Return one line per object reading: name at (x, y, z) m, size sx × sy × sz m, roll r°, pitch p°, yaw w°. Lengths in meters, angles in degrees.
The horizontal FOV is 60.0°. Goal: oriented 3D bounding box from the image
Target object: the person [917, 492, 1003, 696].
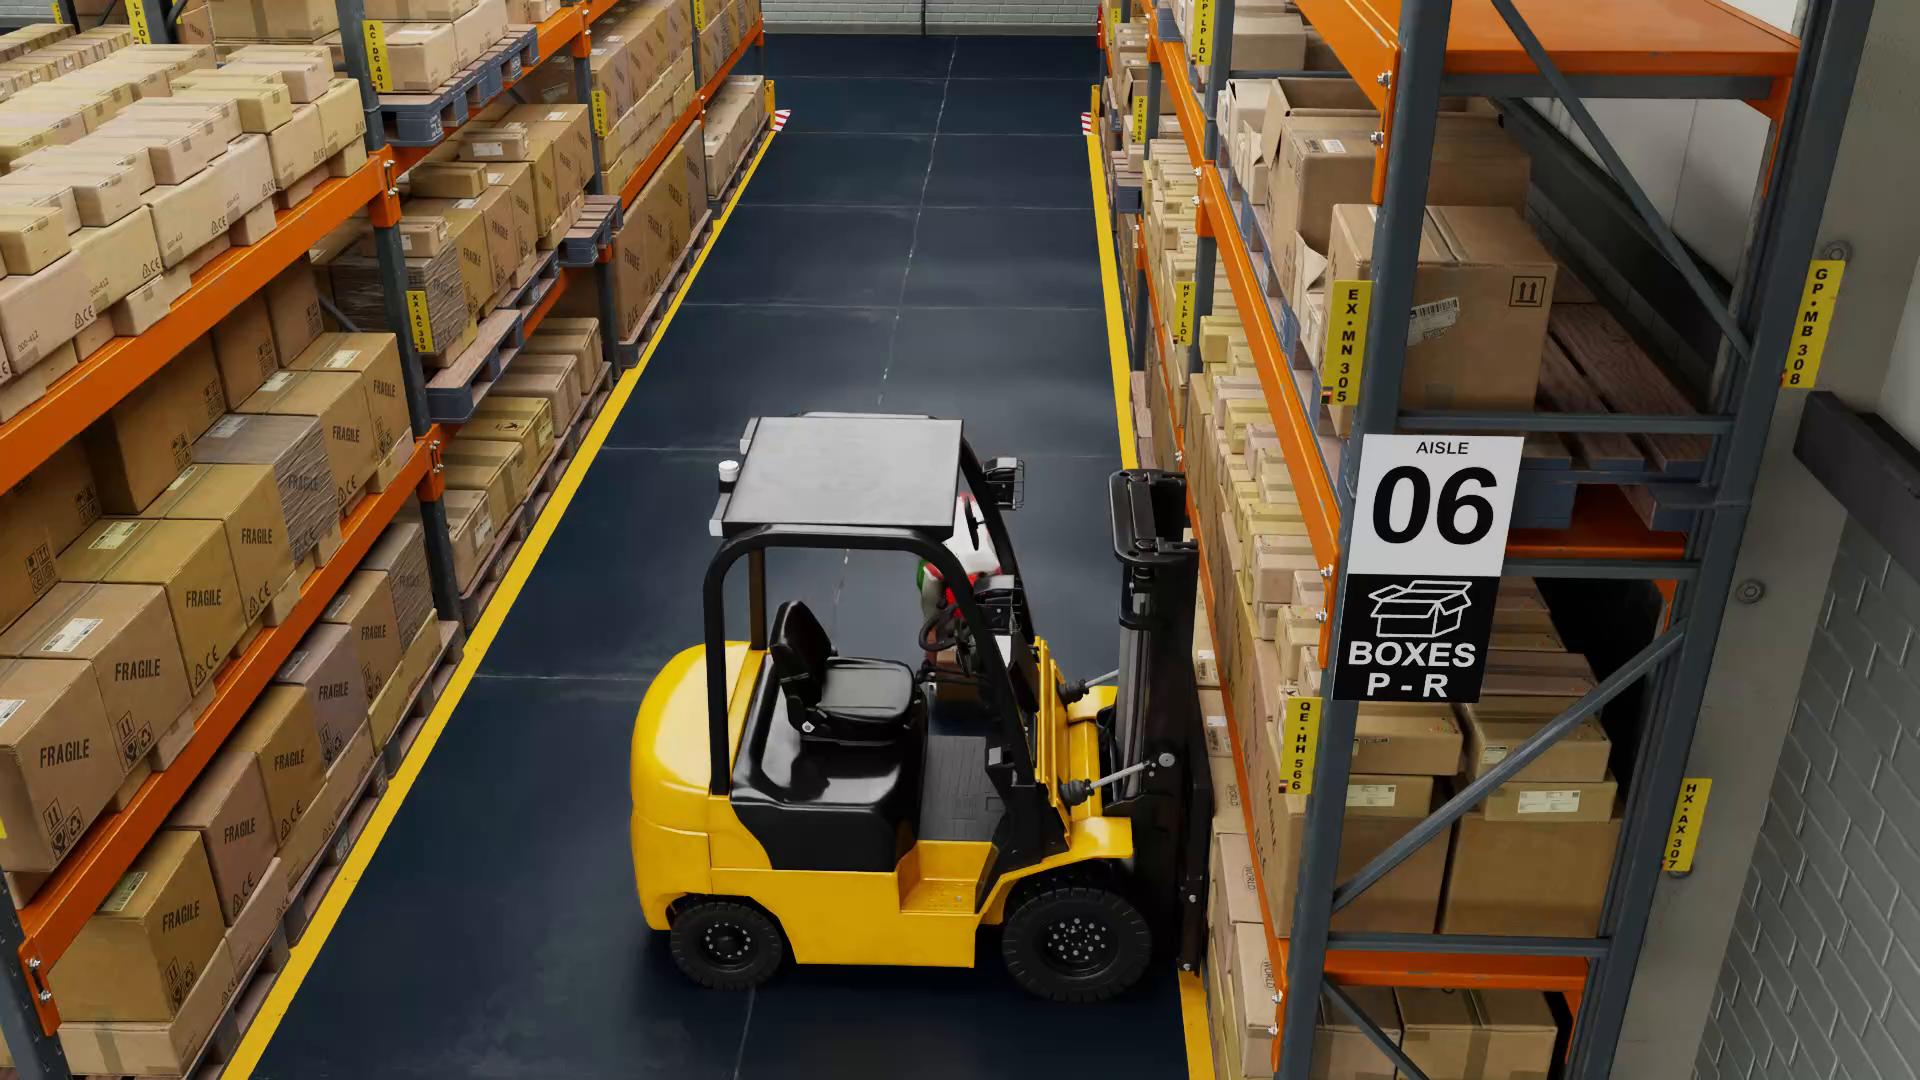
person at (0.027, 0.327, 8.787) m, size 0.510 × 1.024 × 0.955 m, roll 0°, pitch 28°, yaw -1°
